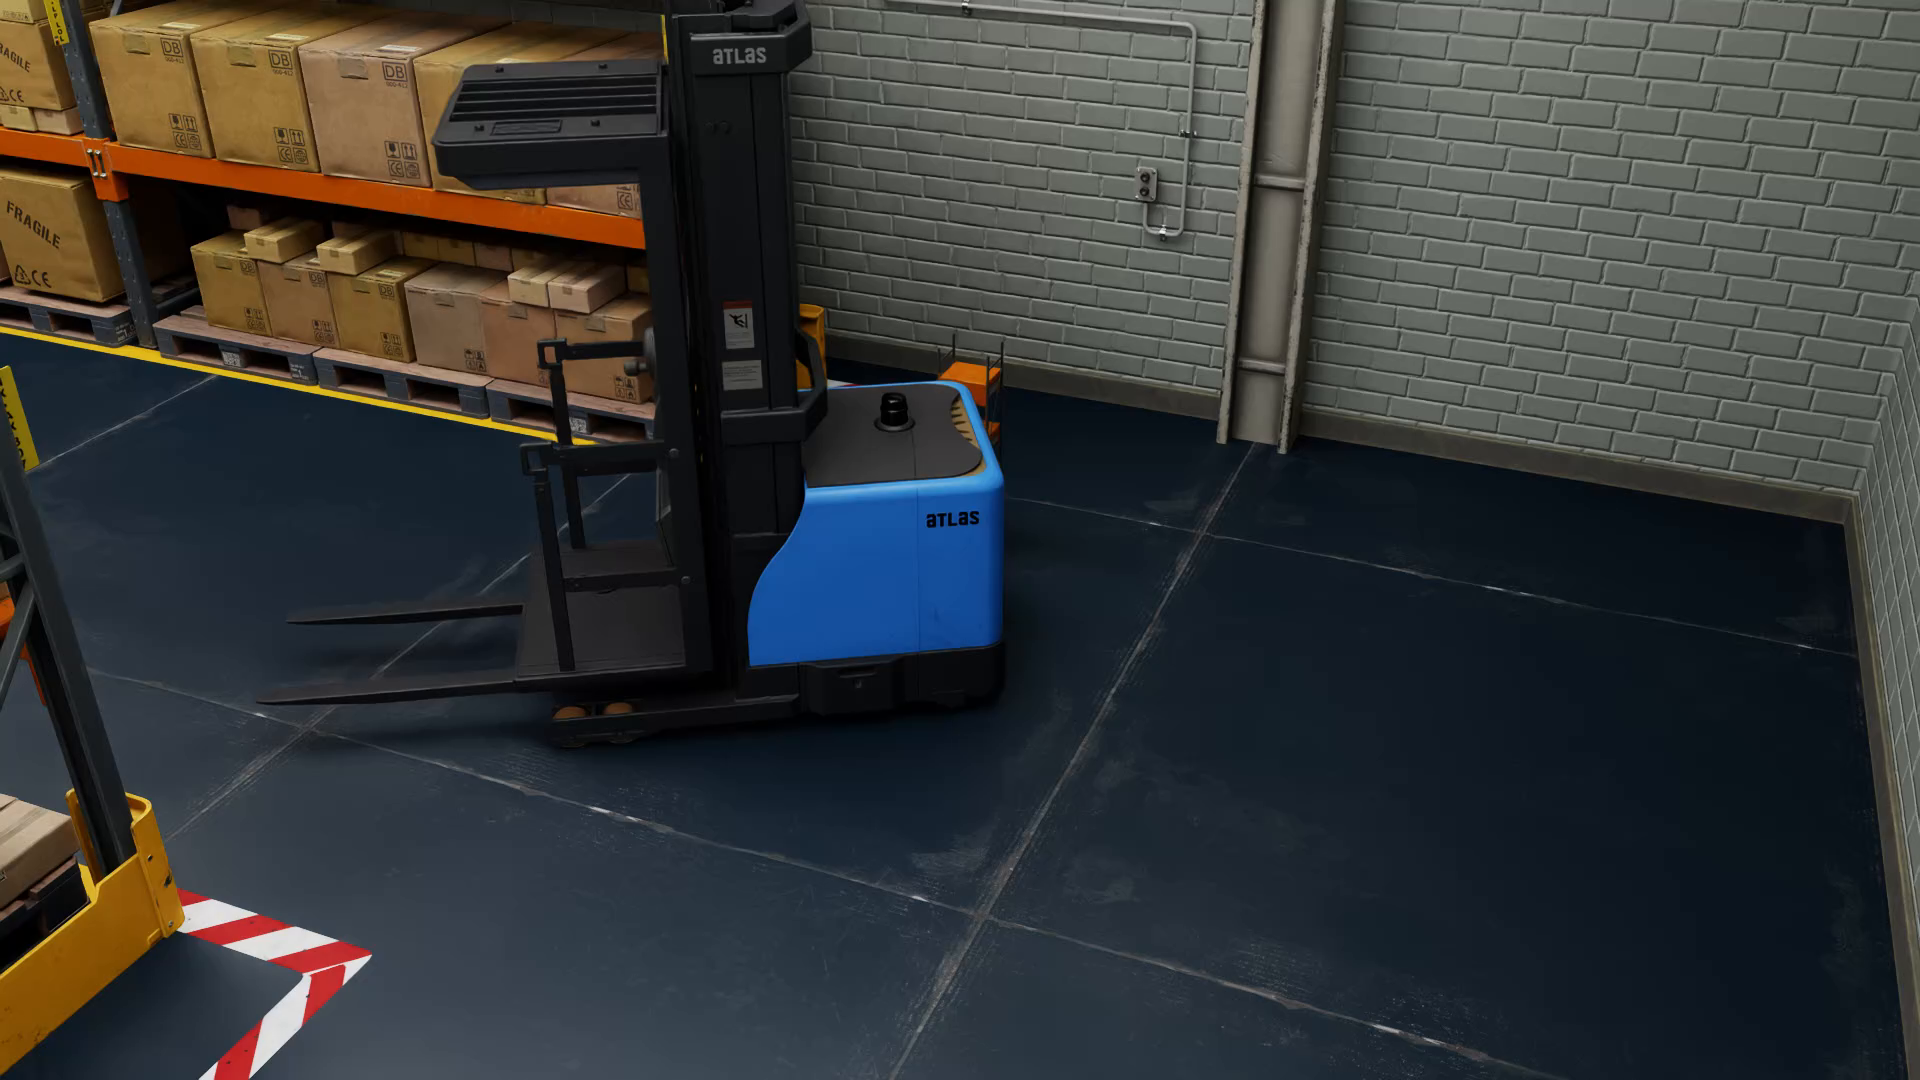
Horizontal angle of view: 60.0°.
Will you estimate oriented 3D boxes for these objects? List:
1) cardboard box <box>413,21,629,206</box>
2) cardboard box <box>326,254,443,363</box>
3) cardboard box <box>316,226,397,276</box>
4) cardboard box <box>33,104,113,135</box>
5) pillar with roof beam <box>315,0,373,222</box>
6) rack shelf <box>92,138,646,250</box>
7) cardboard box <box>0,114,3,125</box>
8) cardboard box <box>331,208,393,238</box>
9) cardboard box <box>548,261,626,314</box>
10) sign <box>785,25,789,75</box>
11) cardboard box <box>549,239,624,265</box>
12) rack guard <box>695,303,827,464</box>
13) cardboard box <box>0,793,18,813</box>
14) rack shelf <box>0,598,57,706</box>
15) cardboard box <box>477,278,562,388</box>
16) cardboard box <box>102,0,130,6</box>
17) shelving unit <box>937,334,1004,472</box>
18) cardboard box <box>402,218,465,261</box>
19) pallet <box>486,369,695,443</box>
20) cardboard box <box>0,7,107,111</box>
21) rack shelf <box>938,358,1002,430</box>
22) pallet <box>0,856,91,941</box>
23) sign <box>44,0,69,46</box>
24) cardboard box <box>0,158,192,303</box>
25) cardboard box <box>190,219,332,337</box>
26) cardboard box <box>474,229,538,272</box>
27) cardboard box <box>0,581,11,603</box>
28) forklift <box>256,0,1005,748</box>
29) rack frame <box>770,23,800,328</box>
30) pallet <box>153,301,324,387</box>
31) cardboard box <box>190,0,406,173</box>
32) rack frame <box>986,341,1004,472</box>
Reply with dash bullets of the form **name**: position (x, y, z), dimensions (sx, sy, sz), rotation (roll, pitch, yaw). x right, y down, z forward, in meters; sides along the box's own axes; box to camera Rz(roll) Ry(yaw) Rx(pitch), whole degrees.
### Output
- **cardboard box**: position (-2.322, -2.335, 9.028), dimensions (0.700, 0.700, 0.980), rotation (11, 31, 19)
- **cardboard box**: position (-3.280, -1.445, 9.871), dimensions (0.500, 0.500, 0.700), rotation (12, 32, 20)
- **cardboard box**: position (-3.487, -1.674, 9.618), dimensions (0.250, 0.149, 0.380), rotation (10, 31, 18)
- **cardboard box**: position (-5.293, -2.558, 9.963), dimensions (0.250, 0.149, 0.380), rotation (12, 31, 20)
- **pillar with roof beam**: position (-5.518, -3.639, 5.543), dimensions (0.400, 9.000, 9.100), rotation (11, 31, 19)
- **rack shelf**: position (-3.020, -2.042, 9.546), dimensions (4.000, 0.370, 1.077), rotation (11, 31, 19)
- **cardboard box**: position (-5.759, -2.663, 10.147), dimensions (0.250, 0.149, 0.380), rotation (12, 32, 21)
- **cardboard box**: position (-3.545, -1.890, 9.999), dimensions (0.250, 0.149, 0.380), rotation (10, 31, 18)
- **cardboard box**: position (-2.041, -1.387, 9.110), dimensions (0.250, 0.149, 0.380), rotation (11, 31, 19)
- **sign**: position (-0.953, -2.649, 8.927), dimensions (0.005, 0.325, 0.100), rotation (11, 31, 19)
- **cardboard box**: position (-2.132, -1.608, 9.500), dimensions (0.250, 0.149, 0.380), rotation (11, 31, 19)
- **rack guard**: position (-1.145, -0.893, 9.321), dimensions (0.348, 0.500, 1.175), rotation (11, 31, 19)
- **cardboard box**: position (-3.516, 1.035, 5.802), dimensions (0.250, 0.166, 0.380), rotation (11, 31, 19)
- **rack shelf**: position (-4.879, 0.217, 5.549), dimensions (4.000, 0.370, 1.077), rotation (11, 31, 19)
- **cardboard box**: position (-2.317, -1.256, 9.538), dimensions (0.500, 0.500, 0.700), rotation (11, 31, 19)
- **cardboard box**: position (-5.202, -3.438, 10.097), dimensions (0.500, 0.250, 0.500), rotation (12, 32, 21)
- **shelving unit**: position (0.050, -0.447, 7.974), dimensions (0.252, 1.050, 0.215), rotation (11, 31, 19)
- **cardboard box**: position (-3.072, -1.795, 9.832), dimensions (0.250, 0.149, 0.380), rotation (11, 31, 18)
- **pallet**: position (-1.937, -0.884, 9.599), dimensions (1.213, 0.211, 1.003), rotation (11, 31, 19)
- **cardboard box**: position (-5.396, -2.878, 9.868), dimensions (0.500, 0.500, 0.500), rotation (11, 31, 18)
- **rack shelf**: position (0.050, -0.685, 7.840), dimensions (0.240, 0.259, 0.215), rotation (11, 31, 19)
- **pallet**: position (-3.835, 1.327, 5.688), dimensions (1.213, 0.211, 1.003), rotation (11, 31, 19)
- **sign**: position (-5.068, -2.946, 9.317), dimensions (0.005, 0.325, 0.100), rotation (11, 31, 19)
- **cardboard box**: position (-5.525, -2.033, 10.557), dimensions (0.750, 0.750, 0.750), rotation (12, 32, 20)
- **cardboard box**: position (-4.219, -1.635, 10.208), dimensions (0.500, 0.500, 0.700), rotation (12, 32, 20)
- **cardboard box**: position (-2.600, -1.701, 9.665), dimensions (0.250, 0.149, 0.380), rotation (12, 32, 20)
- **cardboard box**: position (-3.338, 0.028, 5.050), dimensions (0.500, 0.500, 0.500), rotation (12, 32, 20)
- **forklift**: position (-1.374, -0.710, 6.527), dimensions (3.031, 2.935, 1.130), rotation (-4, 30, -8)
- **rack frame**: position (-1.167, -1.985, 8.714), dimensions (0.127, 3.000, 1.000), rotation (11, 31, 19)
- **pallet**: position (-4.198, -1.335, 10.398), dimensions (1.213, 0.211, 1.003), rotation (11, 31, 19)
- **cardboard box**: position (-3.703, -2.611, 9.516), dimensions (0.700, 0.700, 0.980), rotation (10, 31, 18)
- **rack frame**: position (0.163, -0.425, 7.934), dimensions (0.008, 1.050, 0.200), rotation (11, 31, 19)
